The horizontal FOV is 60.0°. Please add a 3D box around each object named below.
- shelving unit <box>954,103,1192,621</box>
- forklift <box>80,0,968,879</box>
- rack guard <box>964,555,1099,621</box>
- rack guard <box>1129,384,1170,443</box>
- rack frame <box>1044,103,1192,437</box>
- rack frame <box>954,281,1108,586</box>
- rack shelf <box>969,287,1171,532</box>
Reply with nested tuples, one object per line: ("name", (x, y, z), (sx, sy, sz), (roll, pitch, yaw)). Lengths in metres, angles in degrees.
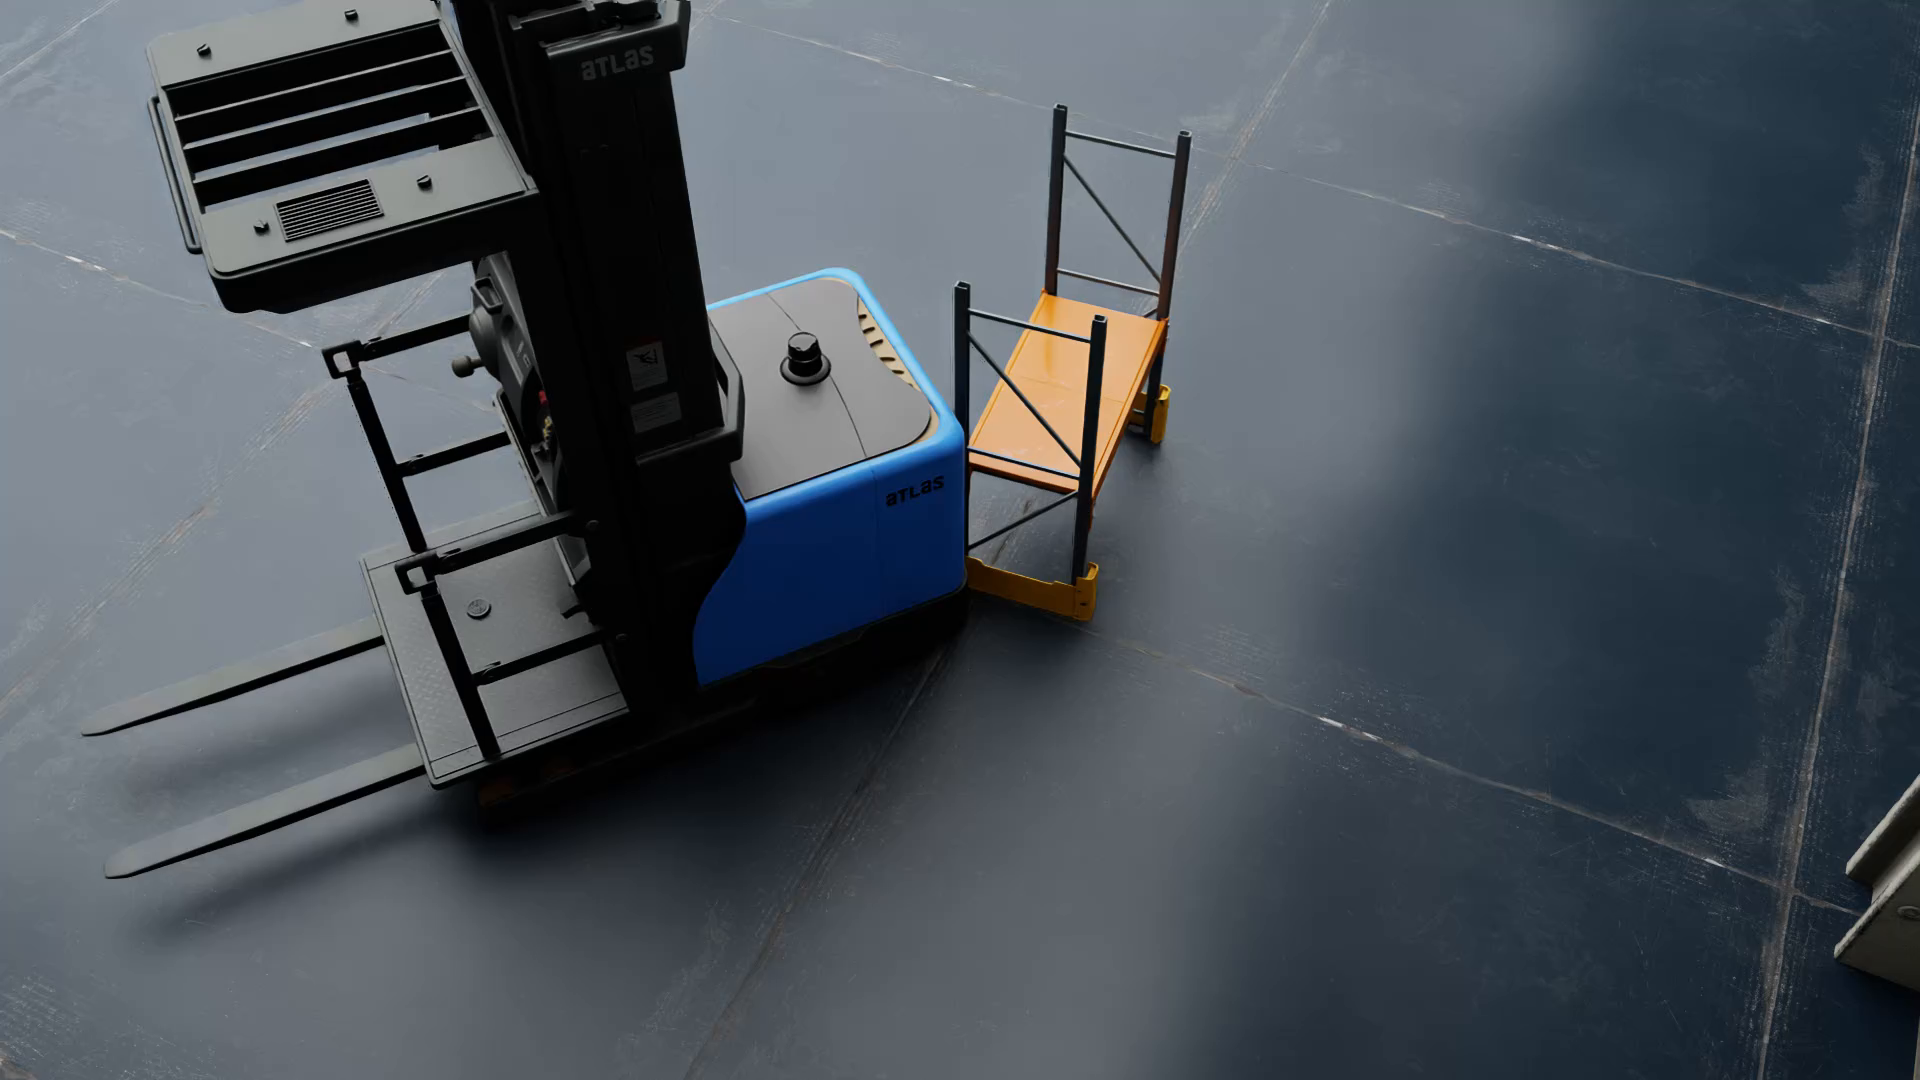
("shelving unit", (0.400, -0.635, 6.121), (0.587, 1.500, 1.083), (16, 51, 13))
("forklift", (-1.526, -0.444, 5.019), (3.031, 2.935, 1.130), (-20, 53, -16))
("rack guard", (0.229, 0.126, 6.294), (0.587, 0.250, 0.087), (16, 51, 13))
("rack guard", (0.571, -0.587, 6.900), (0.587, 0.250, 0.087), (16, 51, 13))
("rack frame", (0.571, -0.992, 6.425), (0.500, 1.500, 0.032), (16, 51, 13))
("rack frame", (0.222, -0.265, 5.806), (0.500, 1.500, 0.032), (16, 51, 13))
("rack shelf", (0.397, -0.512, 6.252), (0.538, 0.185, 1.000), (16, 51, 13))
